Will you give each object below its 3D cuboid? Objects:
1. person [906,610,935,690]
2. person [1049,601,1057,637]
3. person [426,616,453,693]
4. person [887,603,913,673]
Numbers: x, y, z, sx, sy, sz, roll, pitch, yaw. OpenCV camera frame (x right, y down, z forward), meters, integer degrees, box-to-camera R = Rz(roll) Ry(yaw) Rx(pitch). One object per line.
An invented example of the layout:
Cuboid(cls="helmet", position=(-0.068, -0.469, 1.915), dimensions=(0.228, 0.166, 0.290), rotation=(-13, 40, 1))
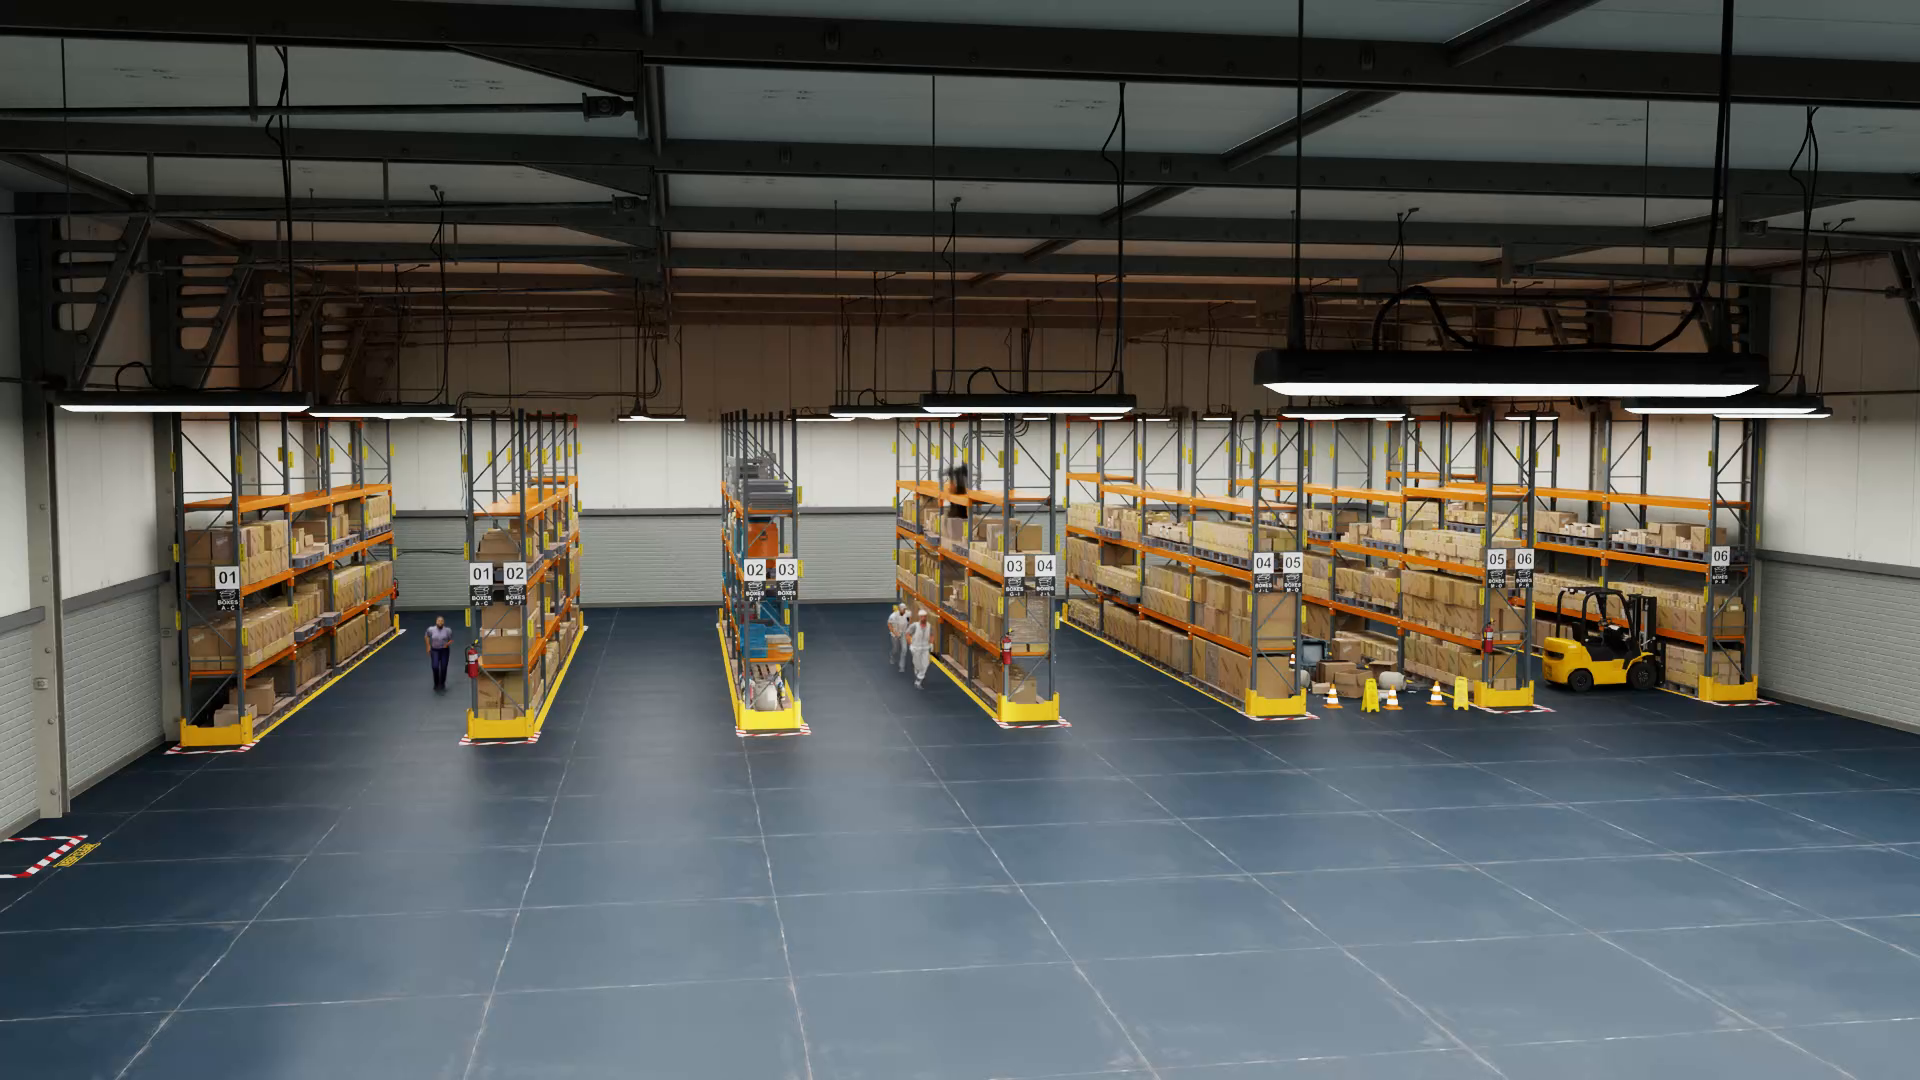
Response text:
Cuboid(cls="person", position=(-0.864, 2.358, 35.975), dimensions=(0.659, 1.725, 0.590), rotation=(-1, 4, -15))
Cuboid(cls="person", position=(2.145, 2.032, 40.694), dimensions=(0.558, 1.741, 0.860), rotation=(-1, 4, -11))
Cuboid(cls="person", position=(-11.144, 2.444, 35.622), dimensions=(0.549, 1.666, 0.802), rotation=(-2, 4, -22))
Cuboid(cls="person", position=(-1.417, 2.248, 38.742), dimensions=(0.622, 1.631, 0.989), rotation=(-2, 4, -21))
